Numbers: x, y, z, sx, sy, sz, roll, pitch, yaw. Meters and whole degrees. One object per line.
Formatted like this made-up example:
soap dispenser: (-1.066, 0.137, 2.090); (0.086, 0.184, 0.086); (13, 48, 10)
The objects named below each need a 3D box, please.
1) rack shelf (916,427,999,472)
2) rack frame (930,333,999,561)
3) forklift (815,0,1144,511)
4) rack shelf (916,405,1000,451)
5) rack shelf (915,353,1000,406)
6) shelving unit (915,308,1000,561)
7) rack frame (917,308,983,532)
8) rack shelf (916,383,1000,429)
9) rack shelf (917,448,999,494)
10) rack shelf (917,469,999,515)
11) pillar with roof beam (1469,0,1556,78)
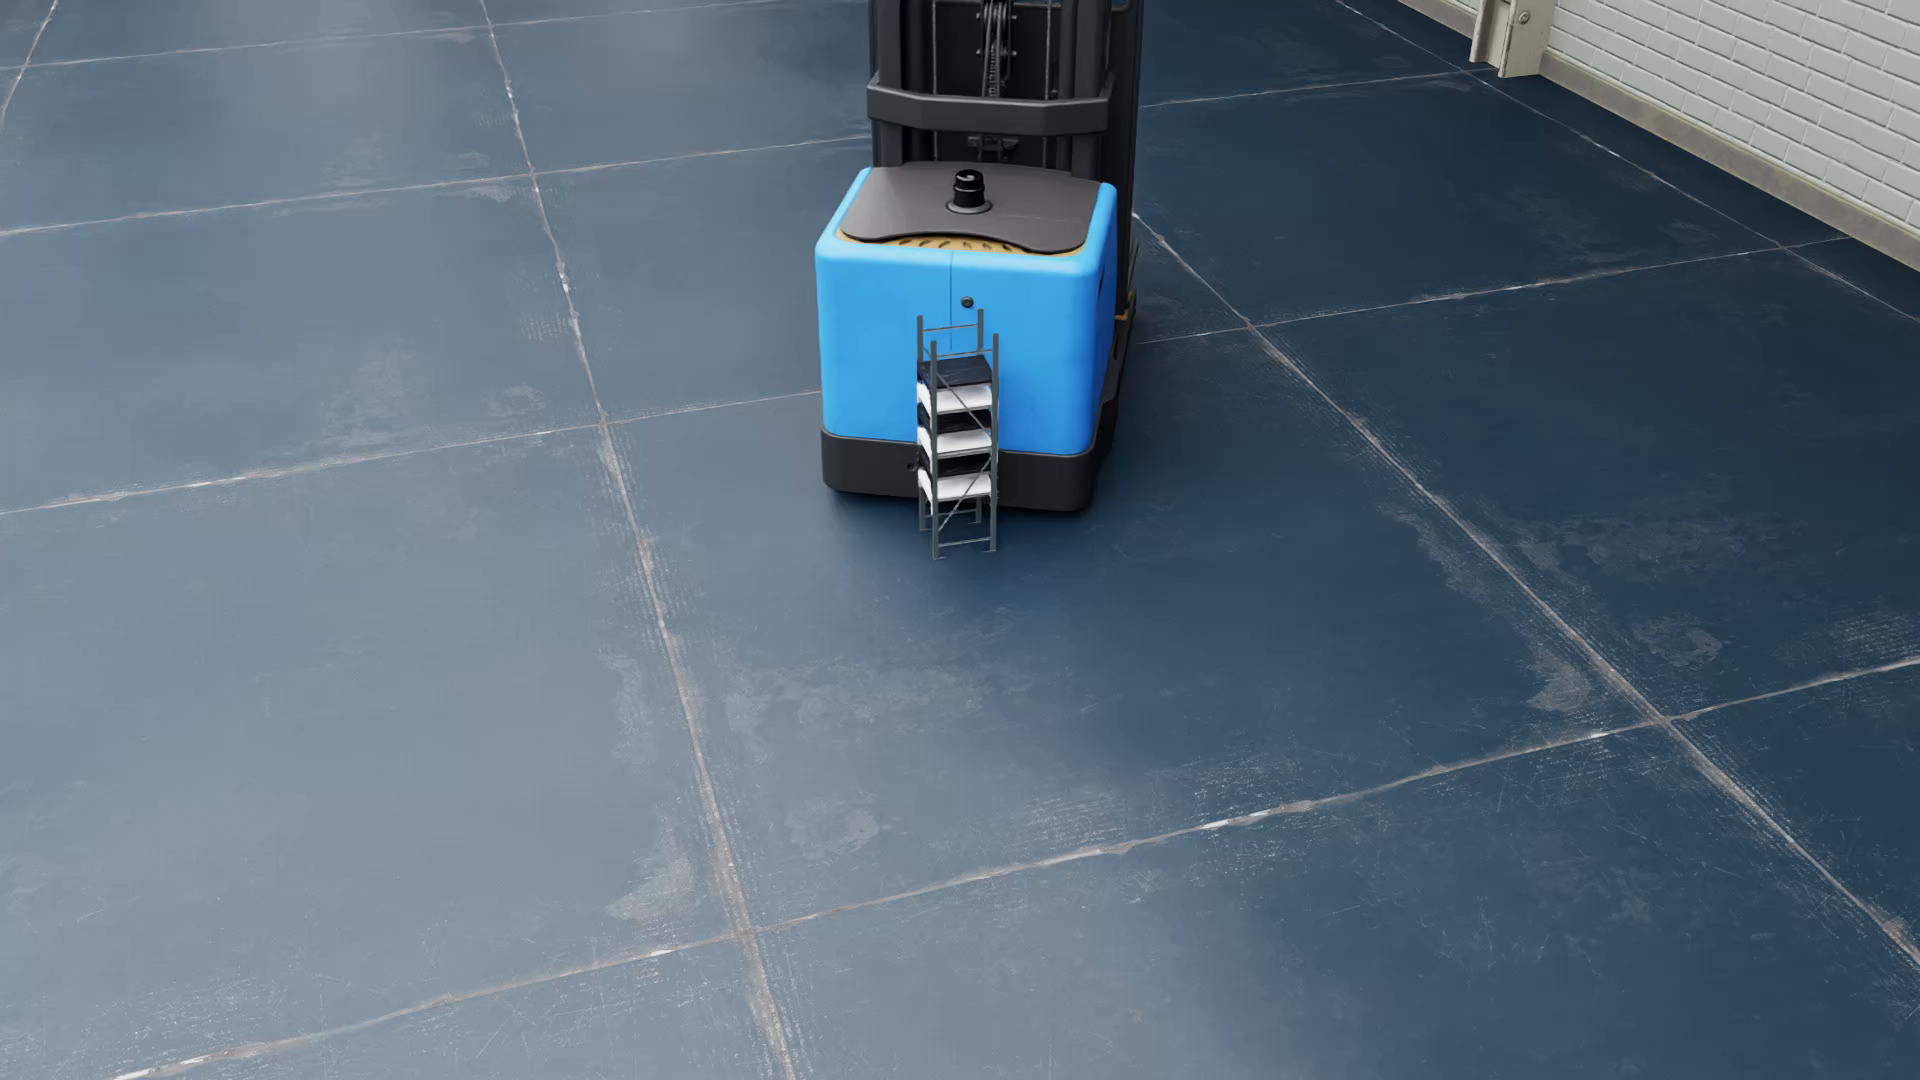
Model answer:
rack shelf: (-0.009, -0.343, 6.013); (0.258, 0.077, 0.200); (-8, 34, -12)
rack frame: (0.016, -0.316, 5.912); (0.240, 0.900, 0.006); (-8, 34, -12)
forklift: (0.220, -2.132, 6.818); (1.130, 2.935, 3.031); (5, 34, 8)
rack shelf: (-0.009, -0.418, 5.963); (0.258, 0.077, 0.200); (-8, 34, -12)
rack shelf: (-0.009, -0.568, 5.864); (0.258, 0.077, 0.200); (-8, 34, -12)
shelving unit: (-0.009, -0.370, 5.994); (0.258, 0.900, 0.210); (-8, 34, -12)
rack frame: (-0.035, -0.425, 6.076); (0.240, 0.900, 0.006); (-8, 34, -12)
rack shelf: (-0.009, -0.493, 5.913); (0.258, 0.077, 0.200); (-8, 34, -12)
rack shelf: (-0.009, -0.268, 6.062); (0.258, 0.077, 0.200); (-8, 34, -12)
rack shelf: (-0.009, -0.192, 6.112); (0.258, 0.077, 0.200); (-8, 34, -12)
pillar with roof beam: (-0.497, -6.157, 7.406); (9.100, 9.000, 0.400); (-10, 35, -15)
